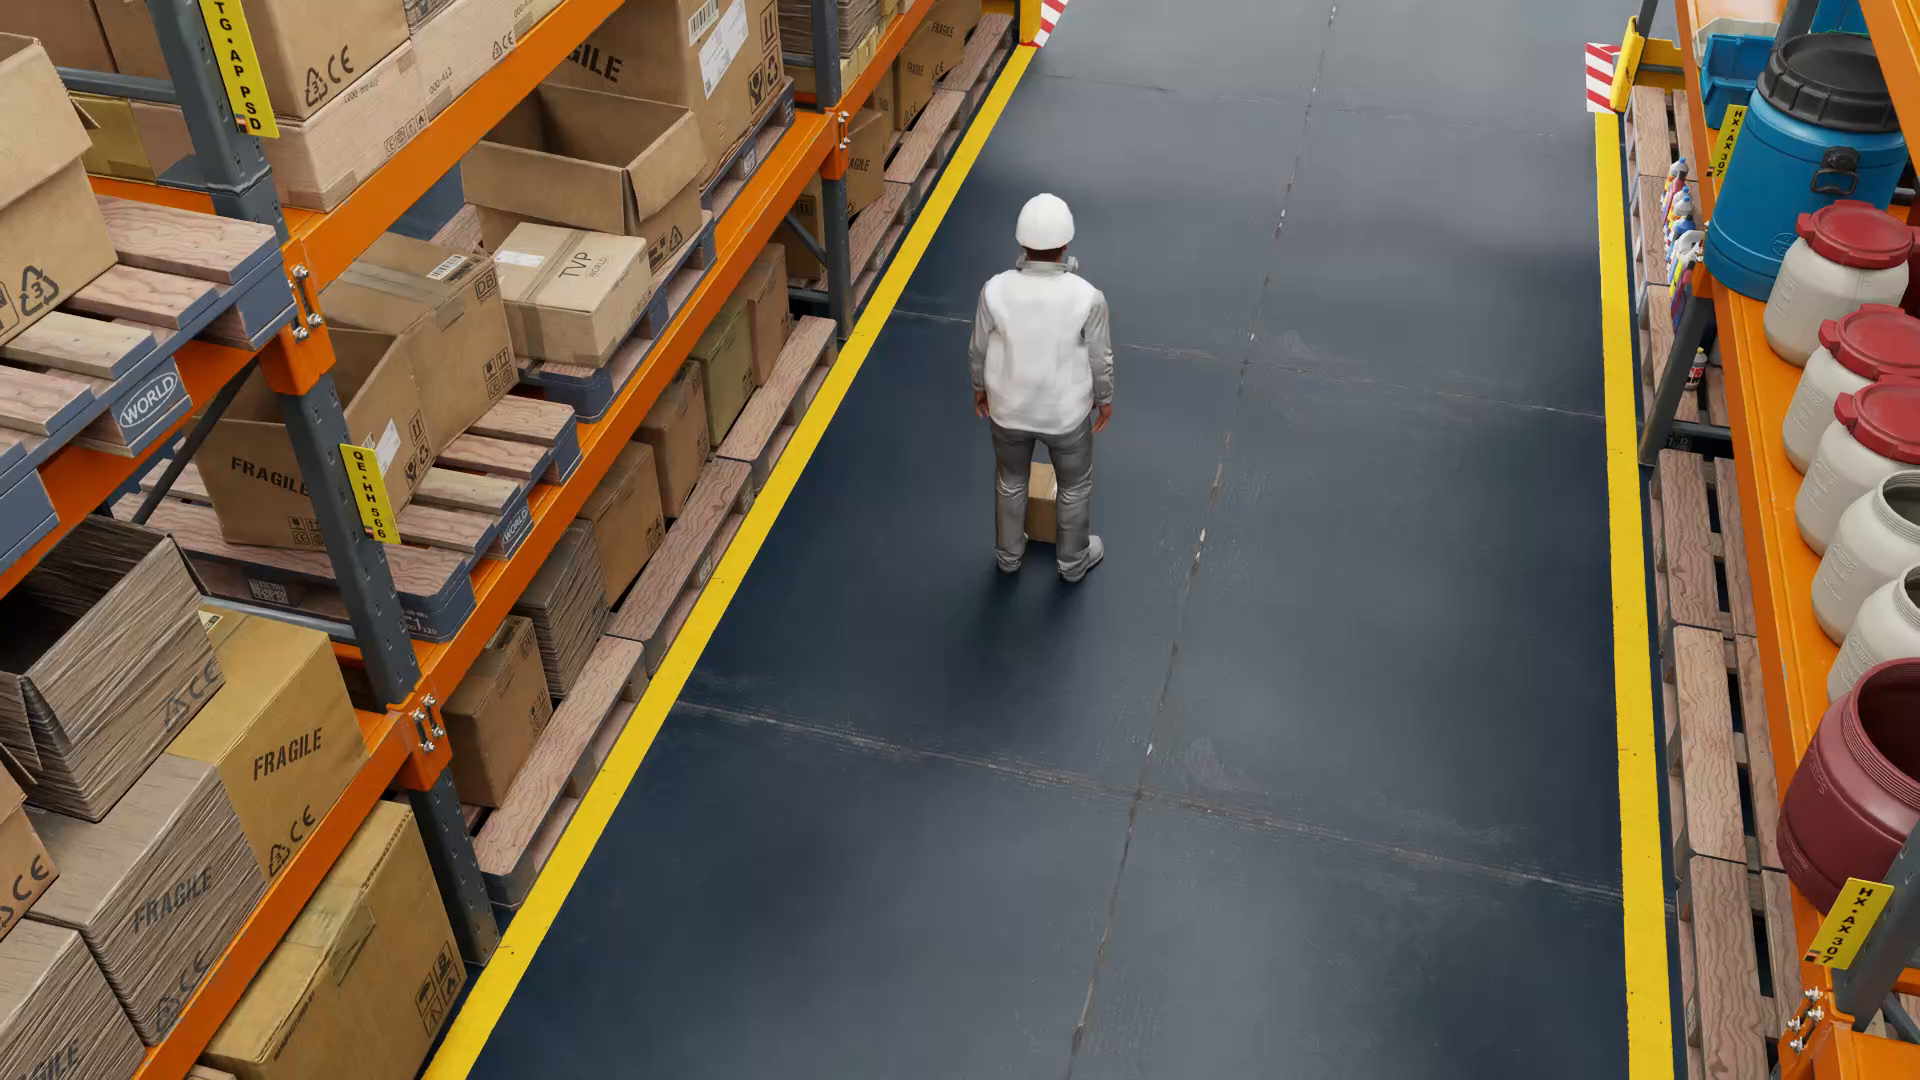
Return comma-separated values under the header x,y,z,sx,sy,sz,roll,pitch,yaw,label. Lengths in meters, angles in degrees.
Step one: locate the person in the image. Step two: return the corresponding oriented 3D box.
x,y,z,sx,sy,sz,roll,pitch,yaw,label
0.331,-0.580,6.809,0.590,1.772,0.459,8,41,10,person
